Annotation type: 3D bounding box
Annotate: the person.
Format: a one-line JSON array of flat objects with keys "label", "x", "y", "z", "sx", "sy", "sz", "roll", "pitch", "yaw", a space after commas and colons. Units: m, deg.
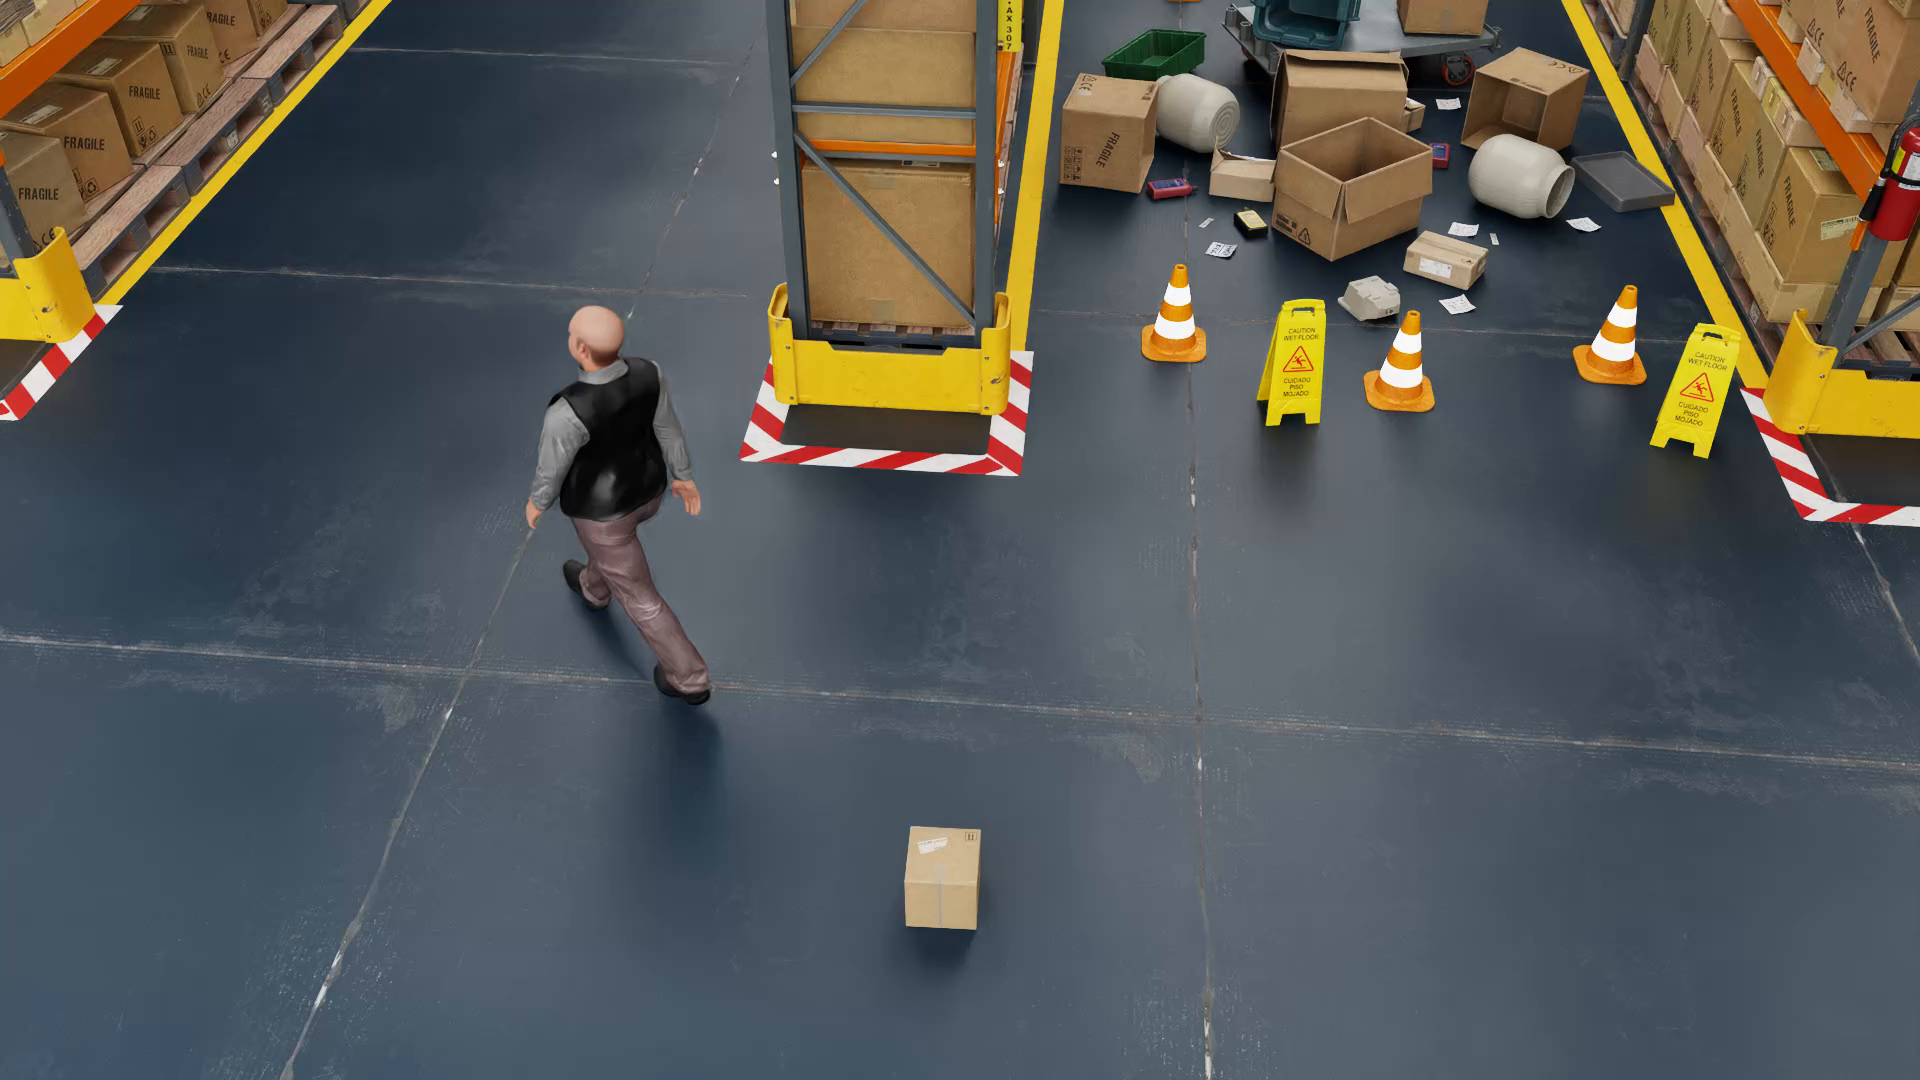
[{"label": "person", "x": -1.374, "y": -0.192, "z": 6.410, "sx": 1.071, "sy": 1.666, "sz": 0.567, "roll": 24, "pitch": 46, "yaw": 26}]
